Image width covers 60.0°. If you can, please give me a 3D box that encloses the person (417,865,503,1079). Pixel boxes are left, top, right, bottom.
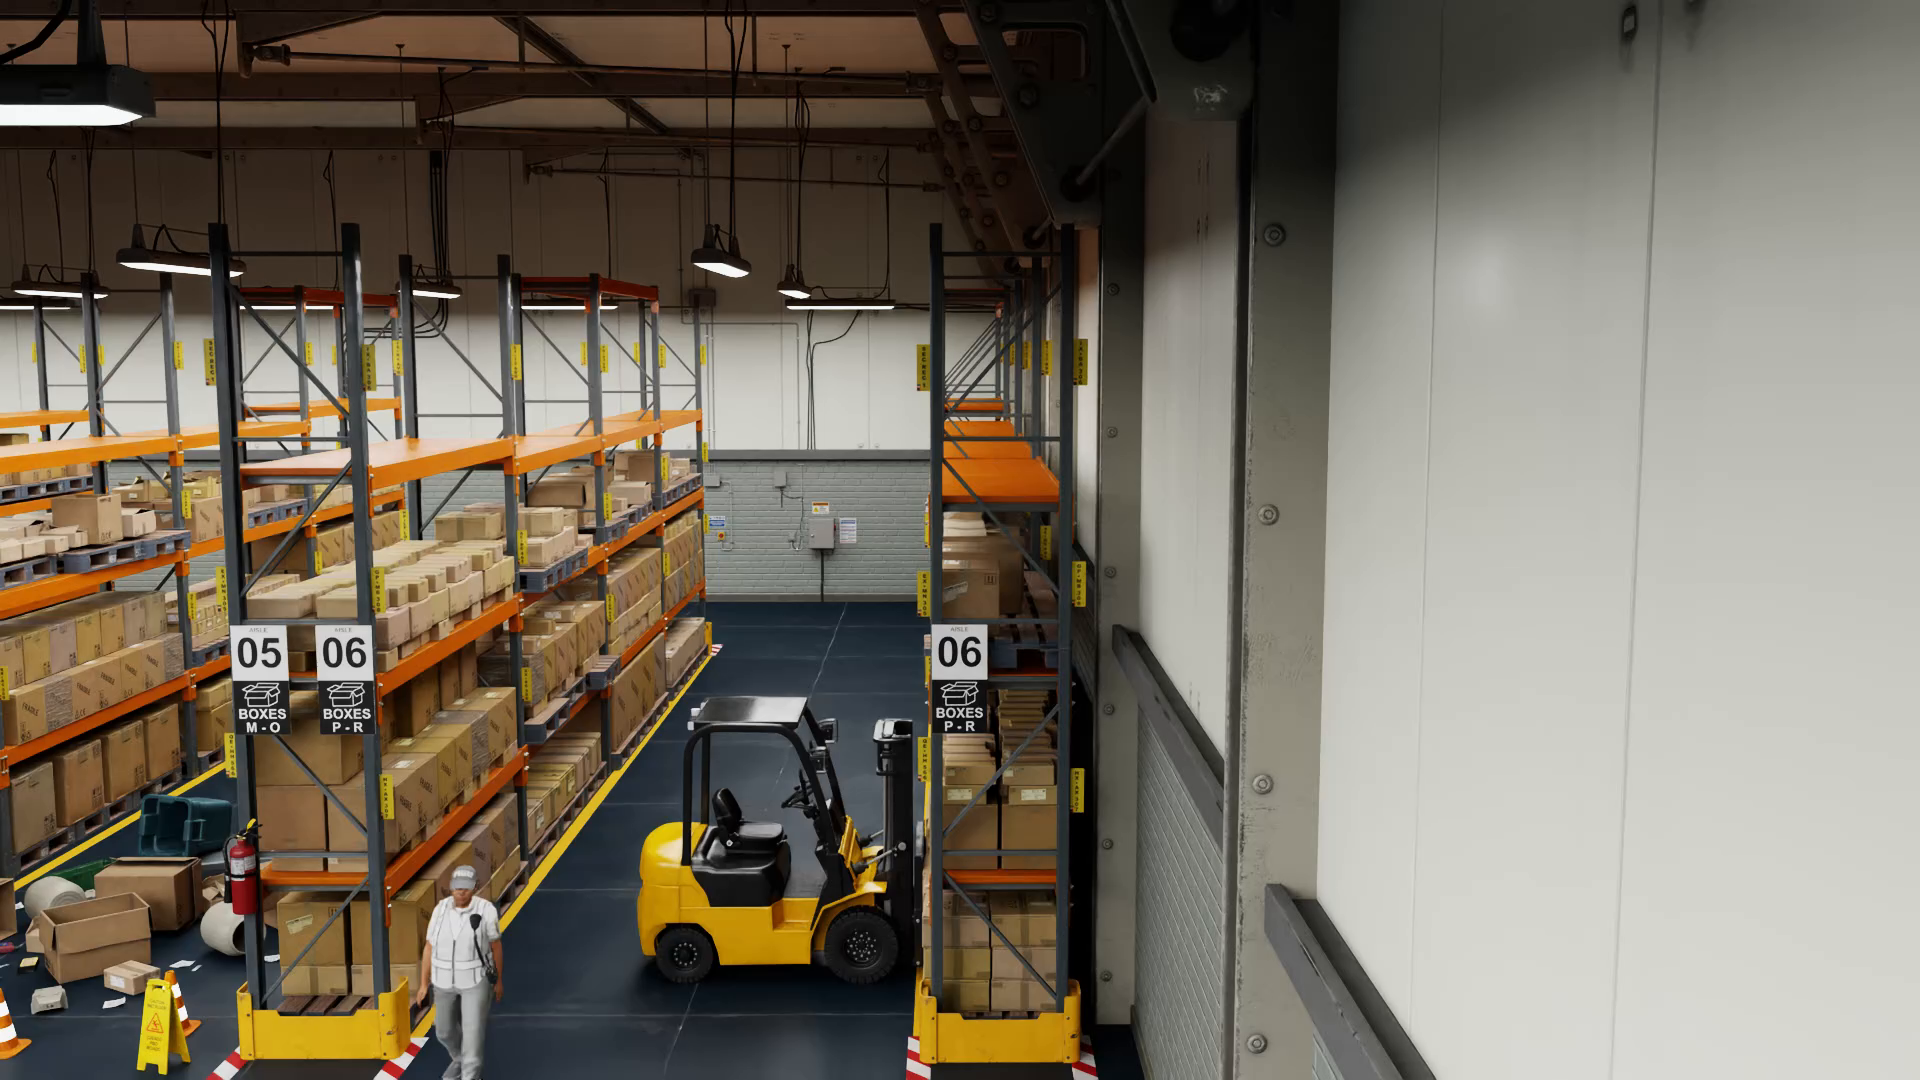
[{"bbox_3d":[-3.413,3.025,11.343,0.522,1.628,0.919,0,7,4],"label":"person"}]
